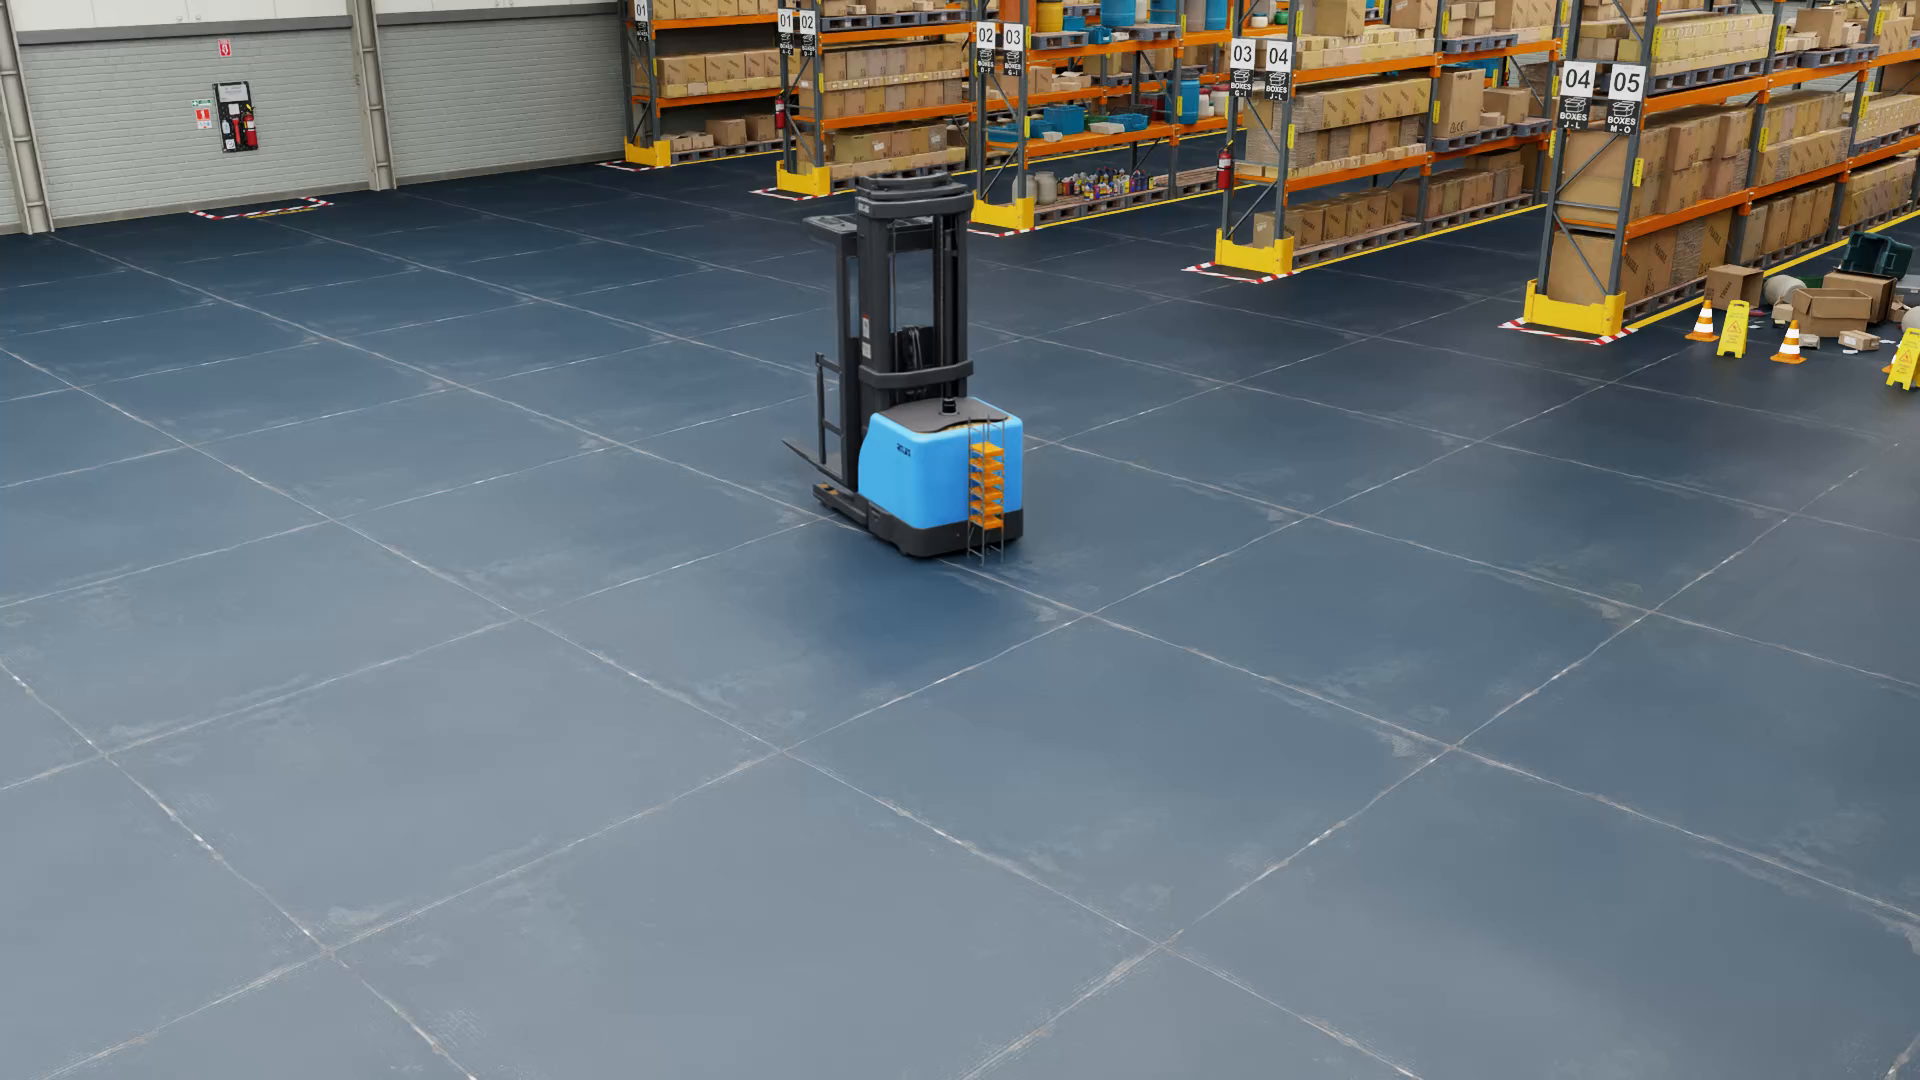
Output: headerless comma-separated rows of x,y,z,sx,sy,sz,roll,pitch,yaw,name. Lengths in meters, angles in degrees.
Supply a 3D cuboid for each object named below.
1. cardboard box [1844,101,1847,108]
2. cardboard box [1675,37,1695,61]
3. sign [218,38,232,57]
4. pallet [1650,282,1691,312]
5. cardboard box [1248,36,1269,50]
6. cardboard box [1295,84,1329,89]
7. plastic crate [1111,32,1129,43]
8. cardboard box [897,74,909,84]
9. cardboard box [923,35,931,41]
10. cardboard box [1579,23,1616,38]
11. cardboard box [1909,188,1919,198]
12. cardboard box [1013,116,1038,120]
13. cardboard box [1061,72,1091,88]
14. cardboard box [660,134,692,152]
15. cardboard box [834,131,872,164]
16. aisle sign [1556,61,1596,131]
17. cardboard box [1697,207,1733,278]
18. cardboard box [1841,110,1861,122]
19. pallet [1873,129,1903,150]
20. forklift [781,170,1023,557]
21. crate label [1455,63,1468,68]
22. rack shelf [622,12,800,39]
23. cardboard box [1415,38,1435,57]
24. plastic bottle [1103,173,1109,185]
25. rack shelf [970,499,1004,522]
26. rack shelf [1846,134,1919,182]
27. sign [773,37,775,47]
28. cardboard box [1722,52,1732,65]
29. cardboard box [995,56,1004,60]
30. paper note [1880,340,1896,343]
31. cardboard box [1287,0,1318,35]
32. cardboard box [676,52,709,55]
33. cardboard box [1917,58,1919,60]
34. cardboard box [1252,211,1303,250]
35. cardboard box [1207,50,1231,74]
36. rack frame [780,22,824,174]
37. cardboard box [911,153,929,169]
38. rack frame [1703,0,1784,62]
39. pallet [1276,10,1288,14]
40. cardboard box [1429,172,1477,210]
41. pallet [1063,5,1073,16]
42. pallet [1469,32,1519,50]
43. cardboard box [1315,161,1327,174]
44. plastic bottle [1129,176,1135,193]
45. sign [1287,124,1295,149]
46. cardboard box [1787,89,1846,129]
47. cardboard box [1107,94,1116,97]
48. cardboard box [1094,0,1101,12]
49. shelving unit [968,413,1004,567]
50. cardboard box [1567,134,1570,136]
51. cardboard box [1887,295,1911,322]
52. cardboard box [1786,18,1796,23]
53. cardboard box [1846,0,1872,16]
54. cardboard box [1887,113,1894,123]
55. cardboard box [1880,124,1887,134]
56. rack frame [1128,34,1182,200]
14.208,-7.082,27.116,0.250,0.149,0.380,-18,28,-39,cardboard box
8.584,-5.999,20.251,0.500,0.250,0.500,19,28,40,cardboard box
-12.566,-8.416,28.421,0.001,0.298,0.199,19,28,41,sign
9.062,-3.332,22.311,1.003,0.211,1.213,19,28,41,pallet
4.197,-7.029,23.517,0.380,0.149,0.250,19,28,41,cardboard box
5.128,-6.477,24.659,0.500,0.500,0.500,19,28,41,cardboard box
2.638,-8.395,27.783,0.243,0.136,0.396,19,28,41,plastic crate
-1.184,-8.703,31.355,0.250,0.149,0.380,-19,28,-40,cardboard box
-0.709,-11.866,39.000,0.500,0.250,0.500,-19,28,-41,cardboard box
7.702,-6.166,20.130,0.380,0.149,0.250,20,28,41,cardboard box
16.565,-6.059,28.909,0.380,0.149,0.250,18,27,38,cardboard box
1.419,-8.746,34.976,0.500,0.311,0.500,18,28,39,cardboard box
2.427,-9.776,35.315,0.500,0.311,0.500,-18,27,-39,cardboard box
-5.873,-8.189,34.194,0.500,0.311,0.500,15,26,35,cardboard box
-1.988,-7.318,30.996,0.500,0.500,0.500,19,28,41,cardboard box
7.445,-5.367,20.095,0.394,0.787,0.004,19,28,41,aisle sign
10.011,-4.185,23.019,0.875,0.875,0.875,-20,28,-41,cardboard box
13.755,-6.581,25.812,0.380,0.149,0.250,19,28,41,cardboard box
14.642,-6.582,27.148,1.003,0.211,1.213,19,28,41,pallet
-0.650,-1.715,14.313,1.130,2.935,3.031,-12,24,-28,forklift
11.431,-10.685,37.705,0.416,0.233,0.303,19,28,41,crate label
-5.025,-10.661,34.315,1.077,0.370,4.000,19,28,41,rack shelf
6.886,-7.540,25.399,0.500,0.250,0.500,-19,28,-40,cardboard box
2.593,-6.392,29.576,0.097,0.271,0.097,0,21,0,plastic bottle
0.205,-0.244,13.356,0.180,0.103,0.258,-12,24,-29,rack shelf
14.686,-6.331,27.230,1.077,0.370,4.000,19,28,41,rack shelf
-4.030,-10.790,36.213,0.100,0.325,0.005,19,28,41,sign
9.588,-6.149,21.197,0.380,0.149,0.250,19,28,40,cardboard box
0.759,-11.790,39.849,0.500,0.500,0.500,-19,28,-41,cardboard box
11.260,-2.414,20.191,0.142,0.019,0.148,-10,23,-24,paper note
5.126,-7.644,24.213,0.500,0.500,0.500,19,28,41,cardboard box
-5.528,-9.808,34.408,0.500,0.500,0.500,18,28,39,cardboard box
16.572,-8.156,29.027,0.500,0.500,0.500,18,28,39,cardboard box
4.674,-4.549,24.490,0.500,0.500,0.500,-14,25,-32,cardboard box
6.053,-11.038,38.334,0.500,0.500,0.500,-19,28,-41,cardboard box
-2.869,-7.844,30.163,1.000,3.000,0.127,19,28,41,rack frame
-0.939,-7.353,32.132,0.500,0.250,0.500,19,28,41,cardboard box
10.500,-7.925,22.012,1.000,3.000,0.127,19,28,41,rack frame
6.862,-10.144,32.229,1.003,0.211,1.213,19,28,41,pallet
8.197,-5.845,27.833,0.700,0.500,0.500,16,26,36,cardboard box
1.525,-10.727,33.748,1.213,0.211,1.003,-19,28,-40,pallet
8.245,-8.104,26.920,1.213,0.211,1.003,19,28,41,pallet
5.129,-5.449,24.284,0.380,0.149,0.250,19,28,41,cardboard box
3.008,-6.230,29.136,0.133,0.283,0.061,-18,27,-39,plastic bottle
4.615,-5.632,23.202,0.100,0.325,0.005,19,28,41,sign
12.970,-6.553,25.272,0.700,0.500,0.500,19,28,40,cardboard box
3.625,-11.762,43.256,0.700,0.500,0.500,18,27,39,cardboard box
2.992,-11.468,35.271,0.910,0.500,0.500,19,28,41,cardboard box
0.205,-0.397,13.297,0.189,1.200,0.258,-12,24,-29,shelving unit
10.931,-7.024,30.406,1.225,0.875,0.875,19,28,41,cardboard box
12.011,-2.963,21.276,0.258,0.266,0.396,2,21,4,cardboard box
12.628,-7.623,24.807,0.500,0.311,0.500,19,28,41,cardboard box
14.269,-8.462,26.383,0.396,0.266,0.258,19,28,41,cardboard box
14.854,-6.846,26.917,0.250,0.149,0.380,-19,28,-40,cardboard box
14.671,-6.637,26.789,0.250,0.149,0.380,-20,29,-41,cardboard box
3.468,-7.632,29.611,1.000,3.000,0.127,19,28,41,rack frame
